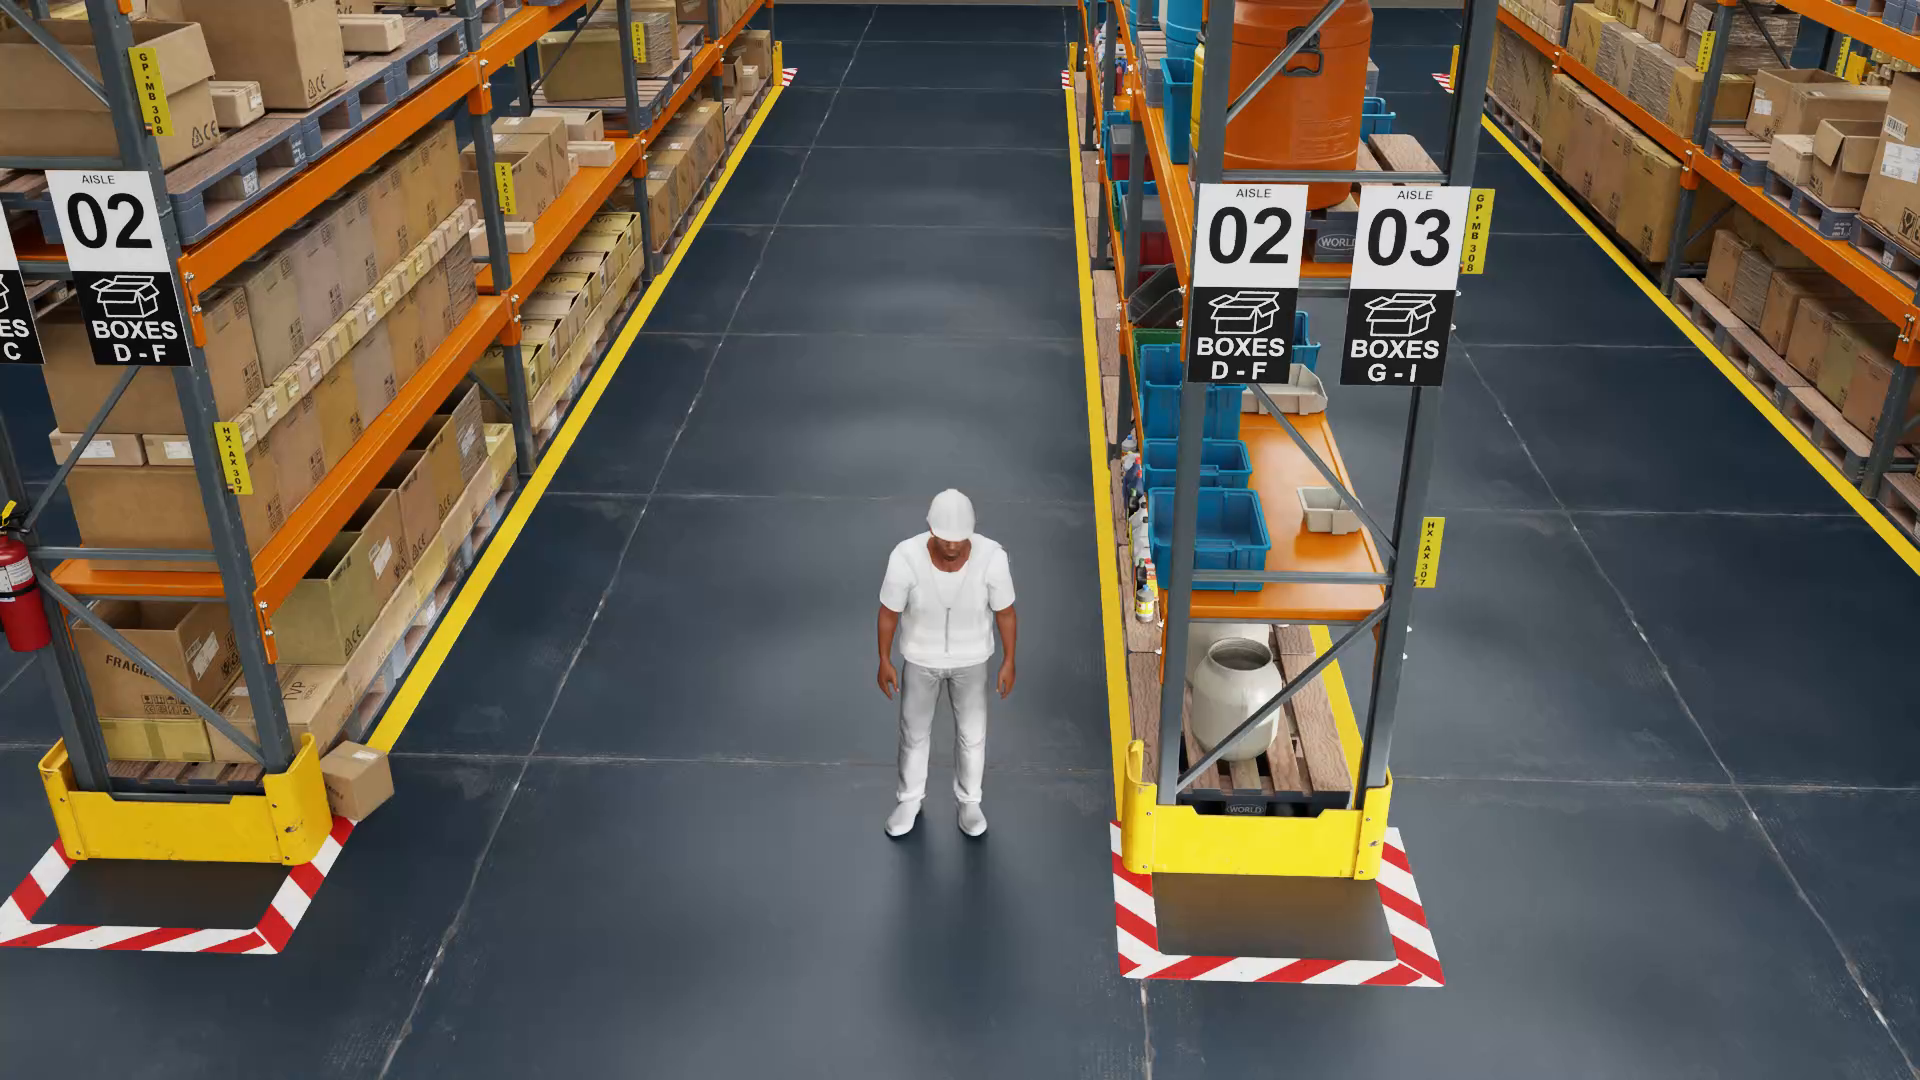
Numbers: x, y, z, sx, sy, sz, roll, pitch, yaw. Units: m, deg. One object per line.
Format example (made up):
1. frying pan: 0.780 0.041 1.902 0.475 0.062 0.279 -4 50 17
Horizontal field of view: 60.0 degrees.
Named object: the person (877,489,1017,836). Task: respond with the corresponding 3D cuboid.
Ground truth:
1. person: -0.059 0.550 7.557 0.636 1.761 0.454 0 28 -1
